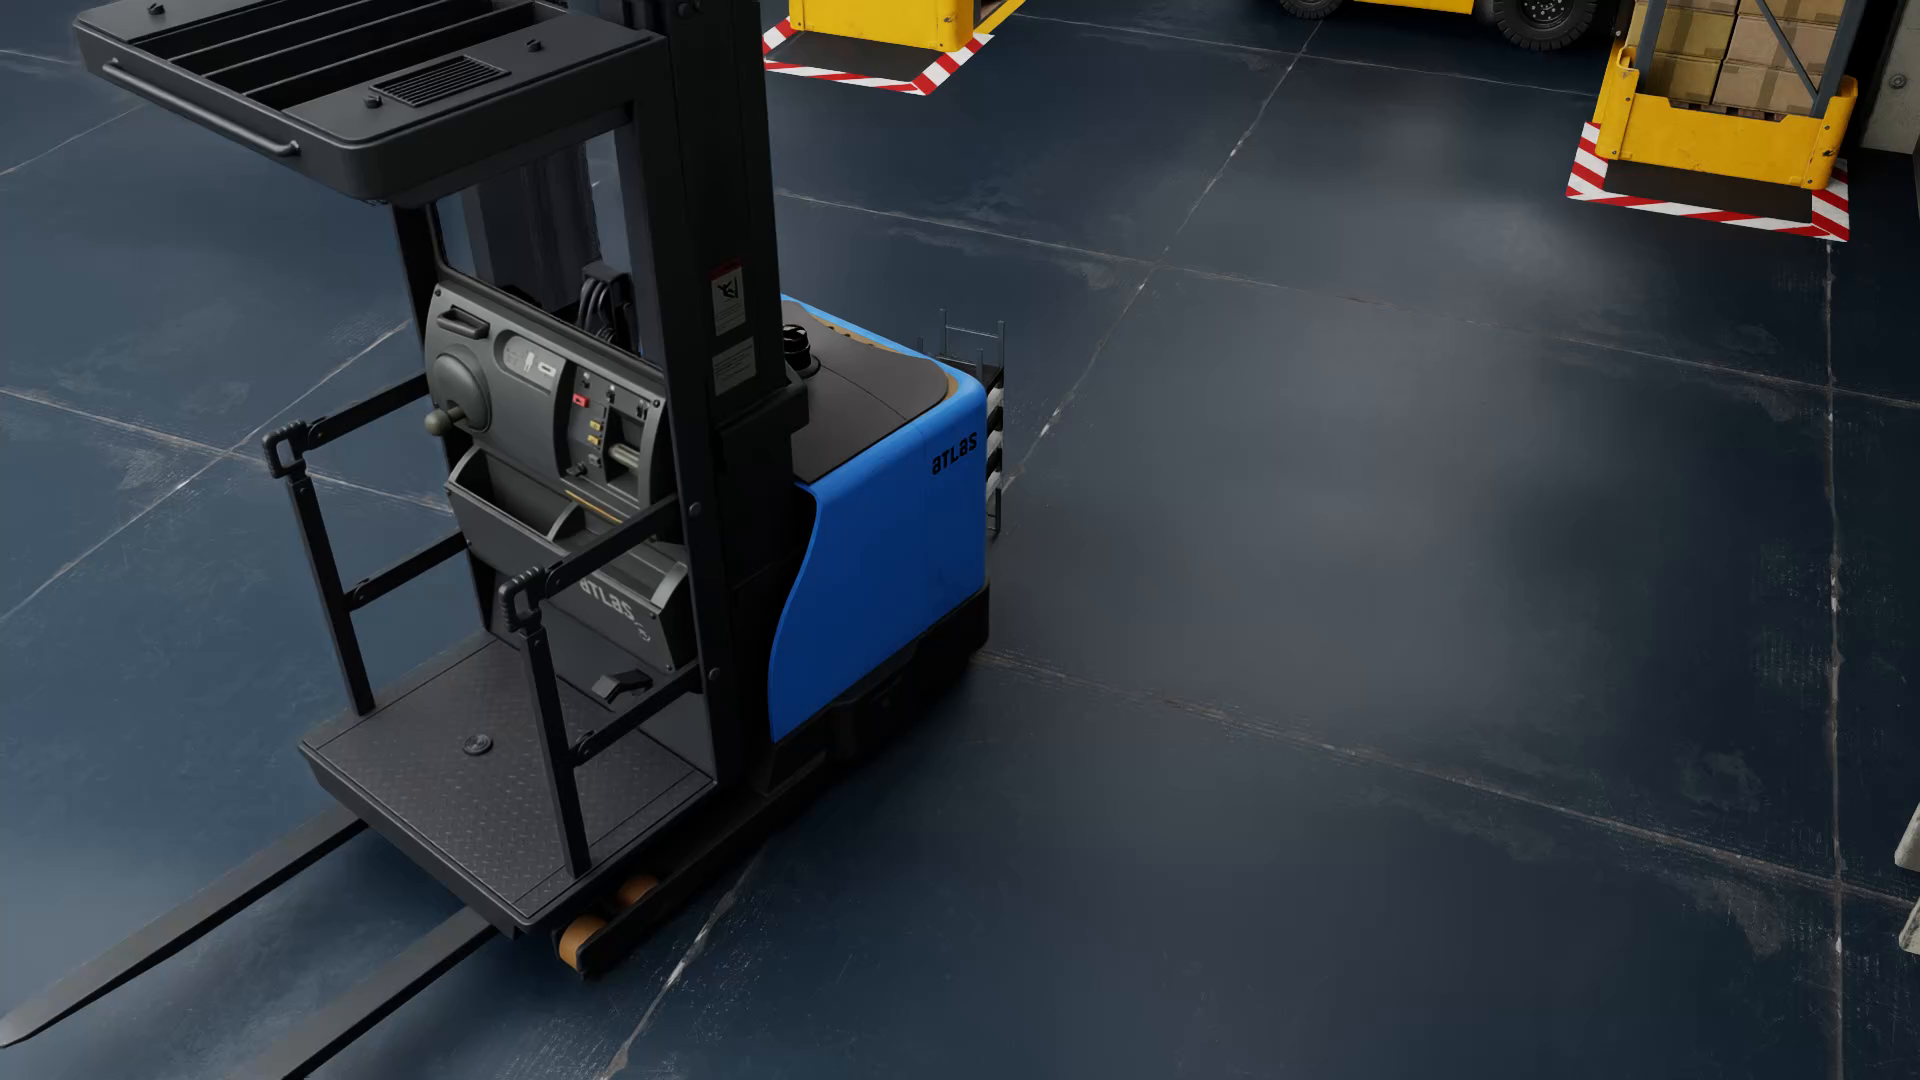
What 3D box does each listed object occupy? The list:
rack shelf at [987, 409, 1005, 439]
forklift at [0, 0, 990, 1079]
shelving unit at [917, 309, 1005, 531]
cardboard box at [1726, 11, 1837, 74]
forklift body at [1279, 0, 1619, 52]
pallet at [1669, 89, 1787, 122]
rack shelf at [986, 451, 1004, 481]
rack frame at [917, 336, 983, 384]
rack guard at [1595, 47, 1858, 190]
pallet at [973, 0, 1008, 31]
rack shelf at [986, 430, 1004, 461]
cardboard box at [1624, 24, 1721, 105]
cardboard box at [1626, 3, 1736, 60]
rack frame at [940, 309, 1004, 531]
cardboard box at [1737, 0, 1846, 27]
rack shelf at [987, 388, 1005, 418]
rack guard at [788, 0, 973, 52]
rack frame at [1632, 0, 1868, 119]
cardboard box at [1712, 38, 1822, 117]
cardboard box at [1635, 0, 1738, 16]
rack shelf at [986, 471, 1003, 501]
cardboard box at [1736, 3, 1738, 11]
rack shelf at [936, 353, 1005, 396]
[{"bbox_3d":[0.003,-0.410,5.953,0.258,0.077,0.200,14,39,18],"label":"rack shelf"},{"bbox_3d":[-1.231,-0.310,4.216,1.130,2.935,3.031,27,44,31],"label":"forklift"},{"bbox_3d":[0.003,-0.365,5.987,0.258,0.900,0.210,14,39,18],"label":"shelving unit"},{"bbox_3d":[4.432,-2.742,8.941,0.500,0.250,0.500,15,39,19],"label":"cardboard box"},{"bbox_3d":[3.095,-4.387,10.323,2.313,2.155,1.214,14,39,18],"label":"forklift body"},{"bbox_3d":[4.313,-2.578,9.522,1.003,0.211,1.213,14,39,18],"label":"pallet"},{"bbox_3d":[0.003,-0.266,6.060,0.258,0.077,0.200,14,39,18],"label":"rack shelf"},{"bbox_3d":[-0.036,-0.309,5.911,0.240,0.900,0.006,14,39,18],"label":"rack frame"},{"bbox_3d":[4.052,-2.247,8.839,1.175,0.500,0.348,14,39,18],"label":"rack guard"},{"bbox_3d":[-0.160,-3.757,11.101,1.003,0.211,1.213,14,39,18],"label":"pallet"},{"bbox_3d":[0.003,-0.338,6.007,0.258,0.077,0.200,14,39,18],"label":"rack shelf"},{"bbox_3d":[3.947,-2.661,9.250,0.500,0.250,0.500,14,39,18],"label":"cardboard box"},{"bbox_3d":[3.957,-2.870,9.112,0.500,0.250,0.500,13,39,17],"label":"cardboard box"},{"bbox_3d":[0.042,-0.421,6.062,0.240,0.900,0.006,14,39,18],"label":"rack frame"},{"bbox_3d":[4.419,-2.952,8.805,0.500,0.250,0.500,13,39,17],"label":"cardboard box"},{"bbox_3d":[0.003,-0.482,5.899,0.258,0.077,0.200,14,39,18],"label":"rack shelf"},{"bbox_3d":[-0.502,-3.431,10.423,1.175,0.500,0.348,14,39,18],"label":"rack guard"},{"bbox_3d":[4.061,-3.262,8.108,1.000,3.000,0.127,14,39,18],"label":"rack frame"},{"bbox_3d":[4.429,-2.556,9.110,0.500,0.250,0.500,14,39,18],"label":"cardboard box"},{"bbox_3d":[3.948,-3.055,8.943,0.500,0.250,0.500,15,39,19],"label":"cardboard box"},{"bbox_3d":[0.003,-0.194,6.114,0.258,0.077,0.200,14,39,18],"label":"rack shelf"},{"bbox_3d":[4.612,-3.022,9.316,0.500,0.250,0.500,13,39,17],"label":"cardboard box"},{"bbox_3d":[0.003,-0.554,5.845,0.258,0.077,0.200,14,39,18],"label":"rack shelf"}]
